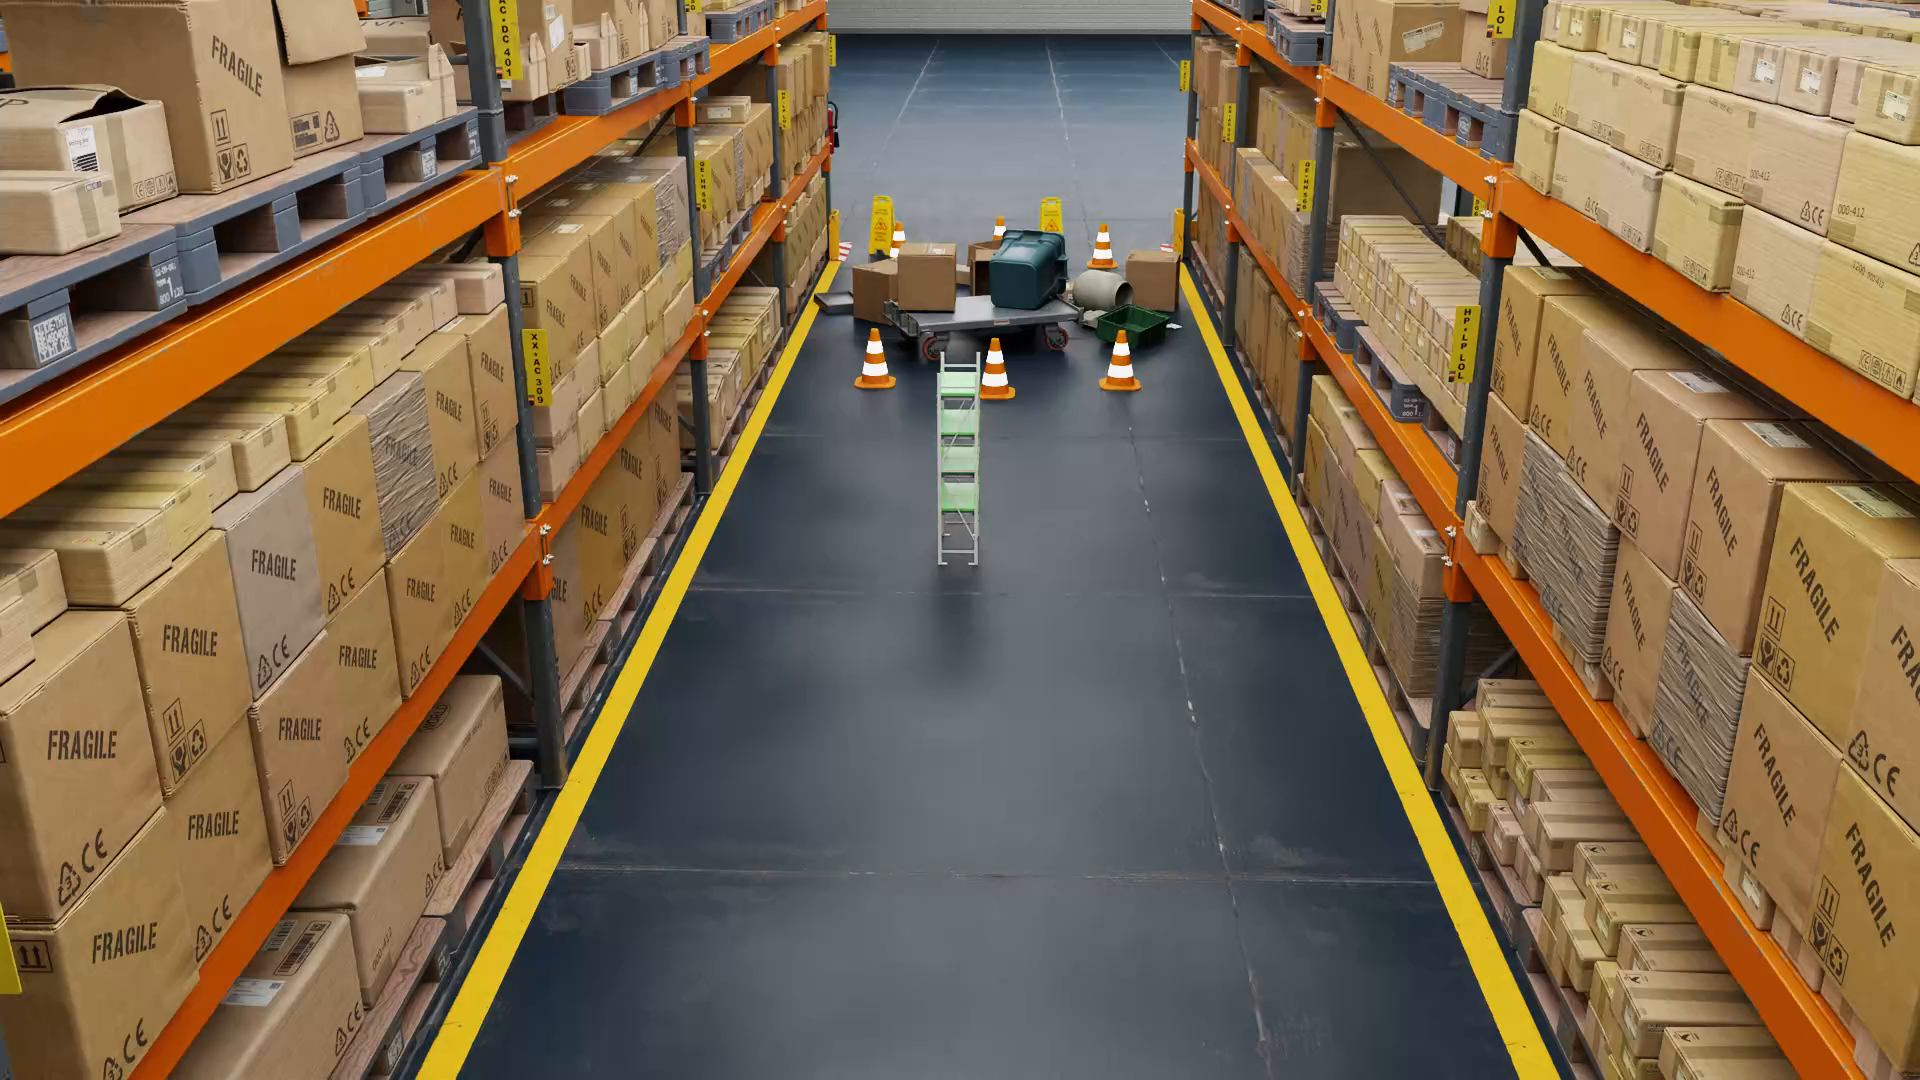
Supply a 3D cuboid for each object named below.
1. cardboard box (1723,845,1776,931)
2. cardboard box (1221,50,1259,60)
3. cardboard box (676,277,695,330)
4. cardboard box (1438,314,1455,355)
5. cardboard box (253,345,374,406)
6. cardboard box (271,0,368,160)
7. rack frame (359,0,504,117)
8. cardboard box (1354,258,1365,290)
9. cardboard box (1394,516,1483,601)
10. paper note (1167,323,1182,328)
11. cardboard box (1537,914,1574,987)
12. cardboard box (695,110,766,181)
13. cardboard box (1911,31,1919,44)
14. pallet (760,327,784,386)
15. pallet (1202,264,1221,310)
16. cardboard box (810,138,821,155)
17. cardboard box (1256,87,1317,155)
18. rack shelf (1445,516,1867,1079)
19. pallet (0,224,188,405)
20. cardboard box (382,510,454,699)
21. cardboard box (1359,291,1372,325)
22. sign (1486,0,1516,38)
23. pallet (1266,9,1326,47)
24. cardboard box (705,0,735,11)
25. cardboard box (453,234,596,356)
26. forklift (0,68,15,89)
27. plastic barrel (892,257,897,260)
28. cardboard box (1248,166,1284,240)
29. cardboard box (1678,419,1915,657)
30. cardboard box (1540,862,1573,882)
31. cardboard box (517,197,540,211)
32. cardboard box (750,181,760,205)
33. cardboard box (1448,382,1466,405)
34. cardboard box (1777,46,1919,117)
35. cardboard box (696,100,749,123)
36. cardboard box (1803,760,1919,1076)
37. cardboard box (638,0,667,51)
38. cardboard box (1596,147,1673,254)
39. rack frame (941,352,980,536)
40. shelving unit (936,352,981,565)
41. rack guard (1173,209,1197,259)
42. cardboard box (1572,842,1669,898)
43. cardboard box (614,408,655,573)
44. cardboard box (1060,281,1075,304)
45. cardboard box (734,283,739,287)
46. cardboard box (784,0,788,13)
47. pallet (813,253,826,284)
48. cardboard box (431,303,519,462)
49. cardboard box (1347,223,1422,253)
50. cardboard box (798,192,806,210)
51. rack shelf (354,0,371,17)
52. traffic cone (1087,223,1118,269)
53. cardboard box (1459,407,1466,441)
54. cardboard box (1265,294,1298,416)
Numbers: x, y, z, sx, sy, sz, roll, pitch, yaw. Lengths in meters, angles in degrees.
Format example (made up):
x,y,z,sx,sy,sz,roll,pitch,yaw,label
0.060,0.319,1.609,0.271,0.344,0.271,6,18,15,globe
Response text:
x,y,z,sx,sy,sz,roll,pitch,yaw,label
2.265,0.906,4.395,0.380,0.149,0.250,1,21,3,cardboard box
2.988,-4.448,16.146,0.875,0.550,0.500,1,21,2,cardboard box
-1.948,-1.472,10.384,0.500,0.250,0.500,0,21,0,cardboard box
2.471,-0.957,7.794,0.380,0.149,0.250,0,21,0,cardboard box
-2.107,-0.520,5.306,0.380,0.149,0.250,0,21,0,cardboard box
-2.323,-1.482,5.195,0.797,0.503,0.637,2,21,6,cardboard box
-2.314,-3.078,6.022,1.000,3.000,0.127,1,21,2,rack frame
2.532,-1.560,9.758,0.380,0.149,0.250,0,21,0,cardboard box
2.407,0.084,8.003,0.500,0.250,0.500,0,21,0,cardboard box
1.996,-2.025,15.705,0.147,0.020,0.142,-16,26,-35,paper note
2.306,1.467,5.961,0.380,0.149,0.250,0,21,0,cardboard box
-1.869,-3.206,13.516,0.500,0.500,0.500,1,21,2,cardboard box
2.900,-1.335,4.642,0.380,0.149,0.250,0,21,1,cardboard box
-2.093,-1.592,14.341,1.003,0.211,1.213,1,21,2,pallet
3.016,-2.572,16.867,1.003,0.211,1.213,1,21,2,pallet
-1.650,-4.087,17.262,0.380,0.149,0.250,1,21,3,cardboard box
2.871,-3.489,13.854,0.700,0.500,0.500,0,21,1,cardboard box
2.576,0.795,5.328,1.077,0.370,4.000,1,21,2,rack shelf
-2.423,-0.461,3.545,1.003,0.211,1.213,1,21,2,pallet
-2.083,0.210,5.702,0.500,0.500,0.500,0,21,1,cardboard box
2.521,-1.337,9.594,0.380,0.149,0.250,2,21,4,cardboard box
2.082,-2.091,6.366,0.100,0.325,0.005,1,21,2,sign
2.756,-3.658,11.924,1.003,0.211,1.213,2,21,4,pallet
-1.981,-4.118,12.476,0.500,0.250,0.500,1,21,2,cardboard box
-2.025,-1.134,7.785,0.500,0.500,0.500,1,21,1,cardboard box
-4.888,-1.306,9.844,1.130,2.935,3.031,0,21,0,forklift
-0.498,-2.656,16.788,0.512,0.421,0.421,18,27,38,plastic barrel
2.563,-2.652,13.079,0.500,0.500,0.500,1,21,1,cardboard box
2.303,-0.008,4.472,0.500,0.500,0.500,2,21,4,cardboard box
2.374,1.236,6.145,0.380,0.149,0.250,2,21,4,cardboard box
-2.507,-1.516,8.769,0.500,0.500,0.500,1,21,2,cardboard box
-1.812,-2.783,13.321,0.380,0.149,0.250,1,21,2,cardboard box
2.458,-0.722,7.599,0.380,0.149,0.250,1,21,2,cardboard box
2.302,-1.151,4.167,0.380,0.149,0.250,1,21,3,cardboard box
-1.852,-3.339,12.962,0.380,0.149,0.250,0,21,-1,cardboard box
2.272,0.832,3.688,0.500,0.500,0.500,1,21,3,cardboard box
-2.032,-3.009,9.270,0.700,0.500,0.500,0,21,-1,cardboard box
2.317,-1.058,5.170,0.500,0.250,0.500,2,21,4,cardboard box
0.002,-0.588,10.385,0.240,1.200,0.015,1,21,2,rack frame
-0.005,-0.500,10.158,0.258,1.200,0.503,1,21,2,shelving unit
3.003,-3.446,18.718,1.175,0.500,0.348,1,21,2,rack guard
2.393,1.191,5.852,0.380,0.149,0.250,0,21,-1,cardboard box
-2.328,-0.362,9.671,0.875,0.875,0.875,1,21,2,cardboard box
1.092,-2.523,16.665,0.396,0.266,0.258,4,22,11,cardboard box
-2.321,-2.305,15.542,0.500,0.250,0.500,2,21,4,cardboard box
-1.788,-4.937,15.306,0.380,0.149,0.250,0,21,0,cardboard box
-2.011,-2.999,17.967,1.003,0.211,1.213,1,21,2,pallet
-2.052,-0.621,6.461,0.500,0.500,0.500,0,21,1,cardboard box
2.545,-1.804,9.975,0.380,0.149,0.250,0,21,0,cardboard box
-1.700,-3.278,16.118,0.380,0.149,0.250,2,21,5,cardboard box
-6.971,-5.013,16.151,1.077,0.370,4.000,1,21,2,rack shelf
1.566,-3.243,18.248,0.336,0.463,0.334,1,21,2,traffic cone
2.451,-0.488,7.407,0.380,0.149,0.250,0,21,0,cardboard box
2.890,-1.392,12.500,1.050,0.750,0.750,1,21,2,cardboard box
